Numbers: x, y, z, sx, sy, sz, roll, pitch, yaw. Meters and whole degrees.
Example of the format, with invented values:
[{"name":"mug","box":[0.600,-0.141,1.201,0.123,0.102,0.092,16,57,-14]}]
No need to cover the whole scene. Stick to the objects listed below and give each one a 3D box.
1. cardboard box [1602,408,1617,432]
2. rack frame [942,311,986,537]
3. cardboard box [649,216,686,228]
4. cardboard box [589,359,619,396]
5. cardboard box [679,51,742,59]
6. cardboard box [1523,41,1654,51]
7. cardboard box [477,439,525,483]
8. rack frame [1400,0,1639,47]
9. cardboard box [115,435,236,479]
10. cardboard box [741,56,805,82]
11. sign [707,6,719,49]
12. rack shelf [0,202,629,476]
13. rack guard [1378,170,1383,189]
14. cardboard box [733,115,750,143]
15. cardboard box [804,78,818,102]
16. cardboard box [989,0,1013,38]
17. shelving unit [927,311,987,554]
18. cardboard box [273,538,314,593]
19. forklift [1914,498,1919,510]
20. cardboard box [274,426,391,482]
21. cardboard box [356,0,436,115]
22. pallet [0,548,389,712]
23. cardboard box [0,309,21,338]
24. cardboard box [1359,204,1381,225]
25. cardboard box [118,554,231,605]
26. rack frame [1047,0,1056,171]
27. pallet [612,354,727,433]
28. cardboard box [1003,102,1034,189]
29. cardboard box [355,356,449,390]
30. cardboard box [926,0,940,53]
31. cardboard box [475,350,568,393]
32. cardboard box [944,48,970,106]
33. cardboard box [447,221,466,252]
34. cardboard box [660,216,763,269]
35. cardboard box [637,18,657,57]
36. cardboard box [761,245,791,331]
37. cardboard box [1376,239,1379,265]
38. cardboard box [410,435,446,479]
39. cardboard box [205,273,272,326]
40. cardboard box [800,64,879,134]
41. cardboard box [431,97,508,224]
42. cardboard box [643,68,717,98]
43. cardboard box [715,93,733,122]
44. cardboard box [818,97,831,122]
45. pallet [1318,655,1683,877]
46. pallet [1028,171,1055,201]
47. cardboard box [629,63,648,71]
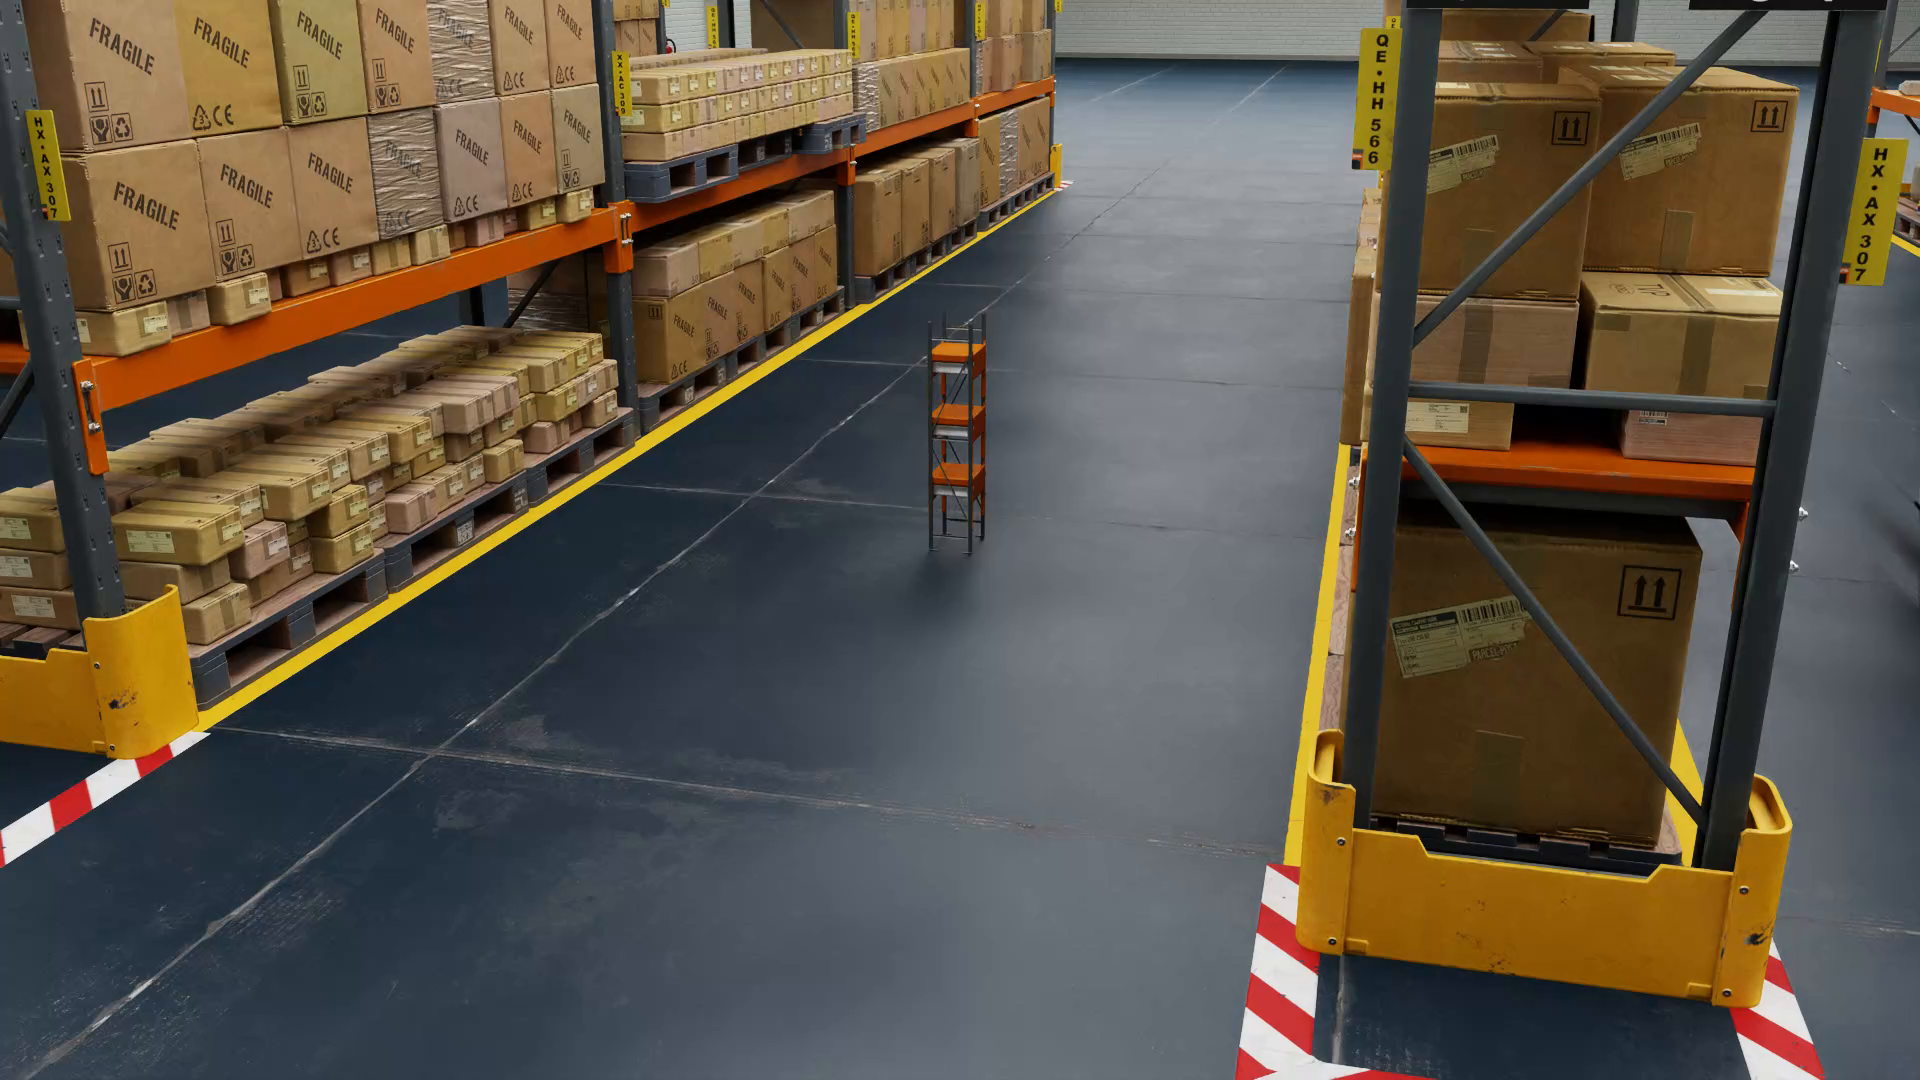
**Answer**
[{"name":"cardboard box","box":[1.981,-0.382,4.553,0.380,0.149,0.250,4,19,13]},{"name":"rack frame","box":[0.017,-0.518,7.581,0.200,1.050,0.008,5,19,13]},{"name":"cardboard box","box":[-2.104,-1.963,10.851,0.500,0.250,0.500,4,19,11]},{"name":"cardboard box","box":[-2.063,-0.878,8.919,0.380,0.149,0.250,5,20,14]},{"name":"cardboard box","box":[-1.745,-3.337,11.634,0.380,0.149,0.250,5,19,13]},{"name":"cardboard box","box":[2.638,-1.848,7.069,0.500,0.500,0.500,5,20,15]},{"name":"cardboard box","box":[-2.313,-0.387,7.942,0.380,0.149,0.250,5,19,13]},{"name":"rack frame","box":[2.491,-1.589,7.698,1.000,3.000,0.127,5,19,13]},{"name":"cardboard box","box":[-3.206,-0.317,6.815,0.380,0.149,0.250,4,19,11]},{"name":"cardboard box","box":[-1.246,-3.117,10.993,0.380,0.149,0.250,5,19,13]},{"name":"sign","box":[-1.856,-3.856,12.546,0.100,0.325,0.005,5,19,13]},{"name":"rack shelf","box":[-2.783,-1.045,7.218,1.077,0.370,4.000,5,19,13]},{"name":"rack guard","box":[5.404,-4.143,19.044,1.175,0.500,0.348,5,19,13]},{"name":"cardboard box","box":[-1.501,-2.503,10.113,0.380,0.149,0.250,4,19,11]},{"name":"cardboard box","box":[-1.183,-3.051,11.257,0.380,0.149,0.250,5,19,14]},{"name":"cardboard box","box":[0.071,-5.554,17.405,0.875,0.550,0.550,5,19,13]},{"name":"shelving unit","box":[-0.013,-0.480,7.469,0.215,1.050,0.252,5,19,13]},{"name":"cardboard box","box":[-2.795,0.086,6.555,0.380,0.149,0.250,5,19,14]},{"name":"forklift","box":[4.340,-0.864,5.683,1.130,2.935,3.031,4,19,12]},{"name":"cardboard box","box":[-2.620,-0.362,6.947,0.380,0.149,0.250,5,20,16]},{"name":"cardboard box","box":[-2.518,-2.019,6.796,0.500,0.500,0.500,4,19,12]},{"name":"pallet","box":[-3.020,0.286,6.524,1.003,0.211,1.213,5,19,13]},{"name":"cardboard box","box":[-3.466,-0.764,5.672,0.380,0.149,0.250,5,19,13]},{"name":"cardboard box","box":[3.054,-1.542,10.199,1.225,0.875,0.875,5,19,14]},{"name":"cardboard box","box":[-2.895,0.107,6.033,0.380,0.149,0.250,5,20,16]},{"name":"rack frame","box":[0.638,-5.773,19.949,1.000,3.000,0.127,5,19,13]},{"name":"pallet","box":[-2.105,-0.936,10.103,1.003,0.211,1.213,5,19,13]},{"name":"cardboard box","box":[0.323,-4.473,18.779,0.875,0.875,0.875,4,19,13]},{"name":"cardboard box","box":[-2.760,-0.803,8.239,0.380,0.149,0.250,4,19,12]},{"name":"cardboard box","box":[-0.579,-4.722,15.171,0.700,0.500,0.500,4,19,12]},{"name":"cardboard box","box":[-2.207,-0.849,8.374,0.380,0.149,0.250,4,19,13]},{"name":"cardboard box","box":[-0.208,-4.382,15.722,0.500,0.500,0.500,5,19,13]},{"name":"cardboard box","box":[-2.456,-1.375,7.460,0.380,0.149,0.250,4,19,13]},{"name":"cardboard box","box":[-1.601,-1.920,10.725,0.500,0.250,0.500,5,20,15]},{"name":"cardboard box","box":[-4.053,-6.129,20.375,0.500,0.500,0.500,4,19,12]},{"name":"cardboard box","box":[-1.468,-1.725,11.315,0.500,0.500,0.500,4,19,11]},{"name":"cardboard box","box":[1.499,-0.736,4.975,0.500,0.250,0.500,4,19,12]},{"name":"cardboard box","box":[-2.557,-0.392,7.496,0.380,0.149,0.250,6,20,16]},{"name":"cardboard box","box":[-2.735,-0.878,6.006,0.380,0.149,0.250,4,19,12]},{"name":"cardboard box","box":[-0.946,-3.432,12.941,0.500,0.500,0.500,5,19,14]},{"name":"cardboard box","box":[-2.389,-1.708,7.431,0.500,0.500,0.500,5,19,13]},{"name":"cardboard box","box":[-1.625,-2.628,9.561,0.380,0.149,0.250,5,19,14]},{"name":"cardboard box","box":[-1.565,-2.564,9.831,0.380,0.149,0.250,4,19,11]},{"name":"cardboard box","box":[-1.117,-2.996,11.558,0.380,0.149,0.250,5,19,14]},{"name":"pallet","box":[1.633,0.728,5.230,1.003,0.211,1.213,5,19,13]},{"name":"pallet","box":[0.518,-4.197,19.648,1.003,0.211,1.213,5,19,13]},{"name":"cardboard box","box":[-2.128,-2.839,10.176,0.380,0.149,0.250,4,19,12]}]
